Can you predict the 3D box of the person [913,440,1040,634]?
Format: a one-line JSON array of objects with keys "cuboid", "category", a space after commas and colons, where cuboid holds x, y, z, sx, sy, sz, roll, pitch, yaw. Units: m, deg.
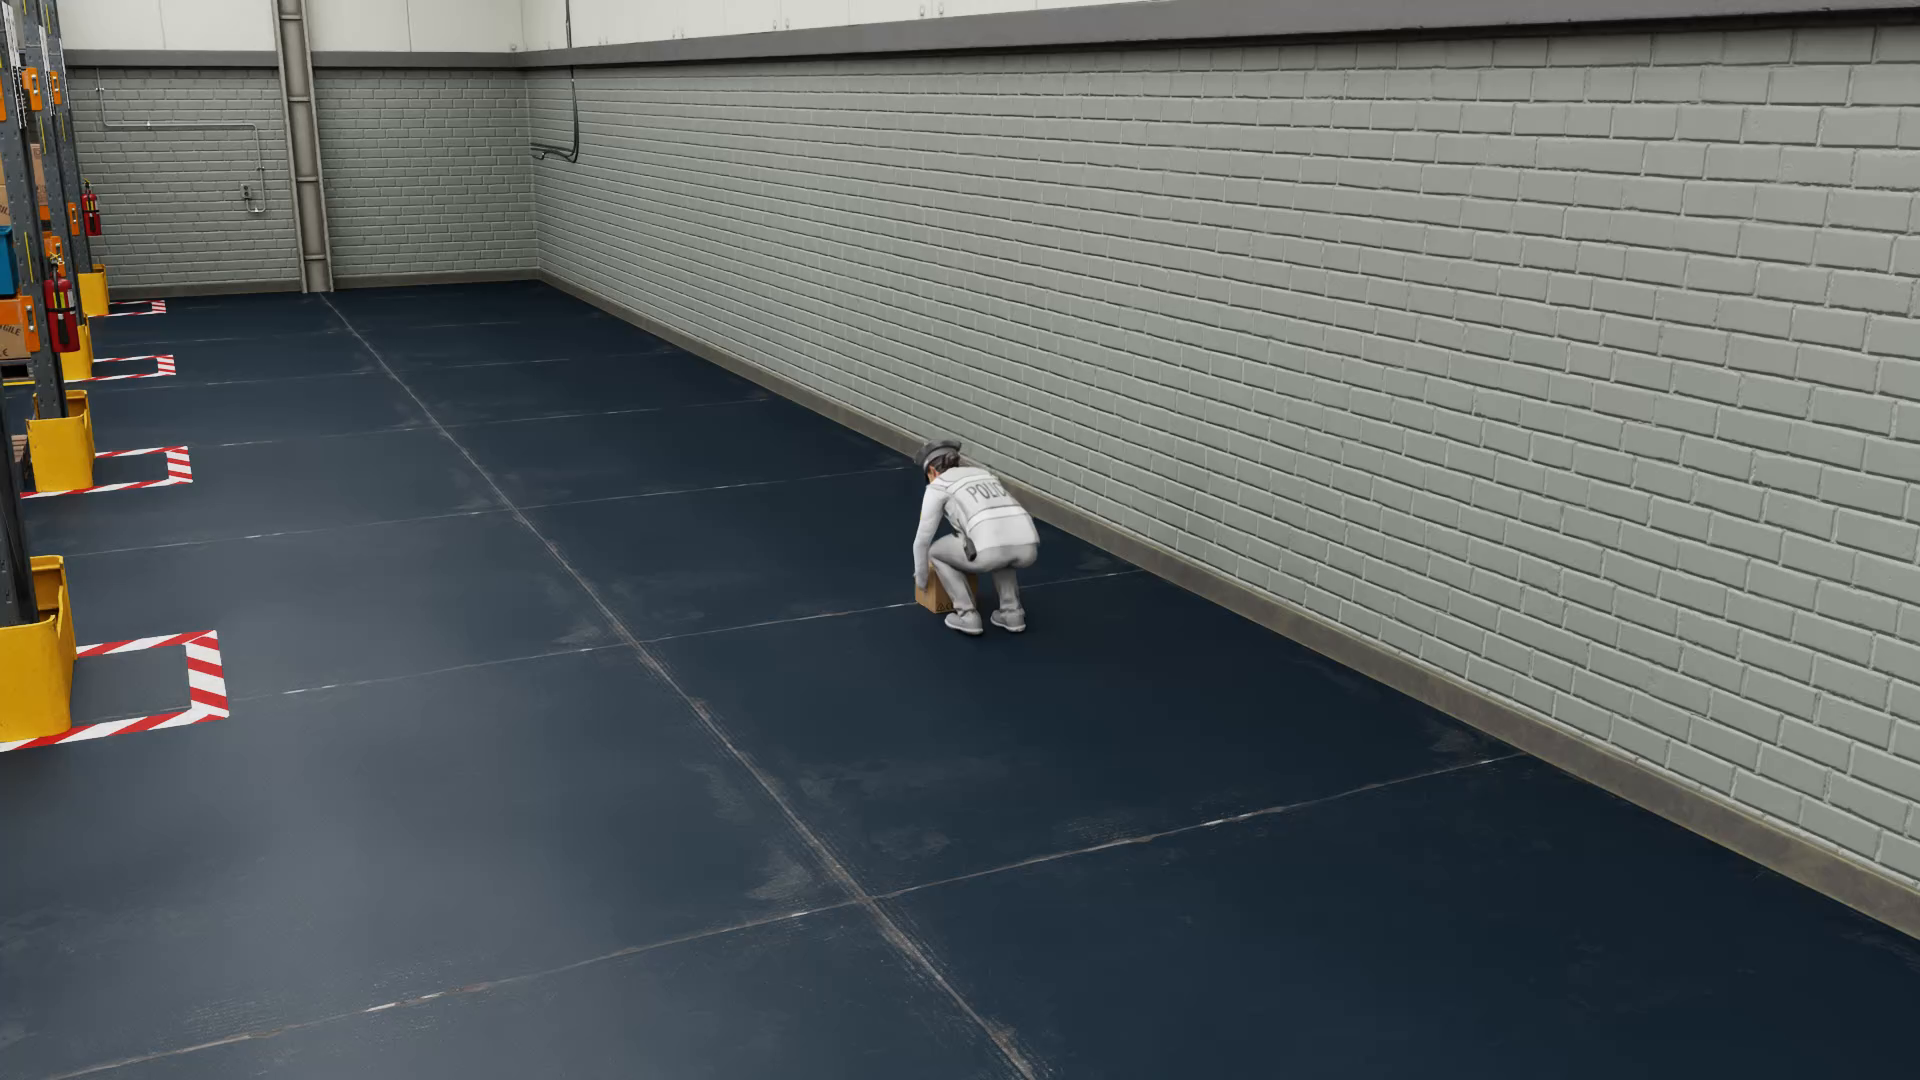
[{"cuboid": [0.059, -0.015, 8.479, 0.489, 0.928, 0.852, -7, 17, -25], "category": "person"}]
